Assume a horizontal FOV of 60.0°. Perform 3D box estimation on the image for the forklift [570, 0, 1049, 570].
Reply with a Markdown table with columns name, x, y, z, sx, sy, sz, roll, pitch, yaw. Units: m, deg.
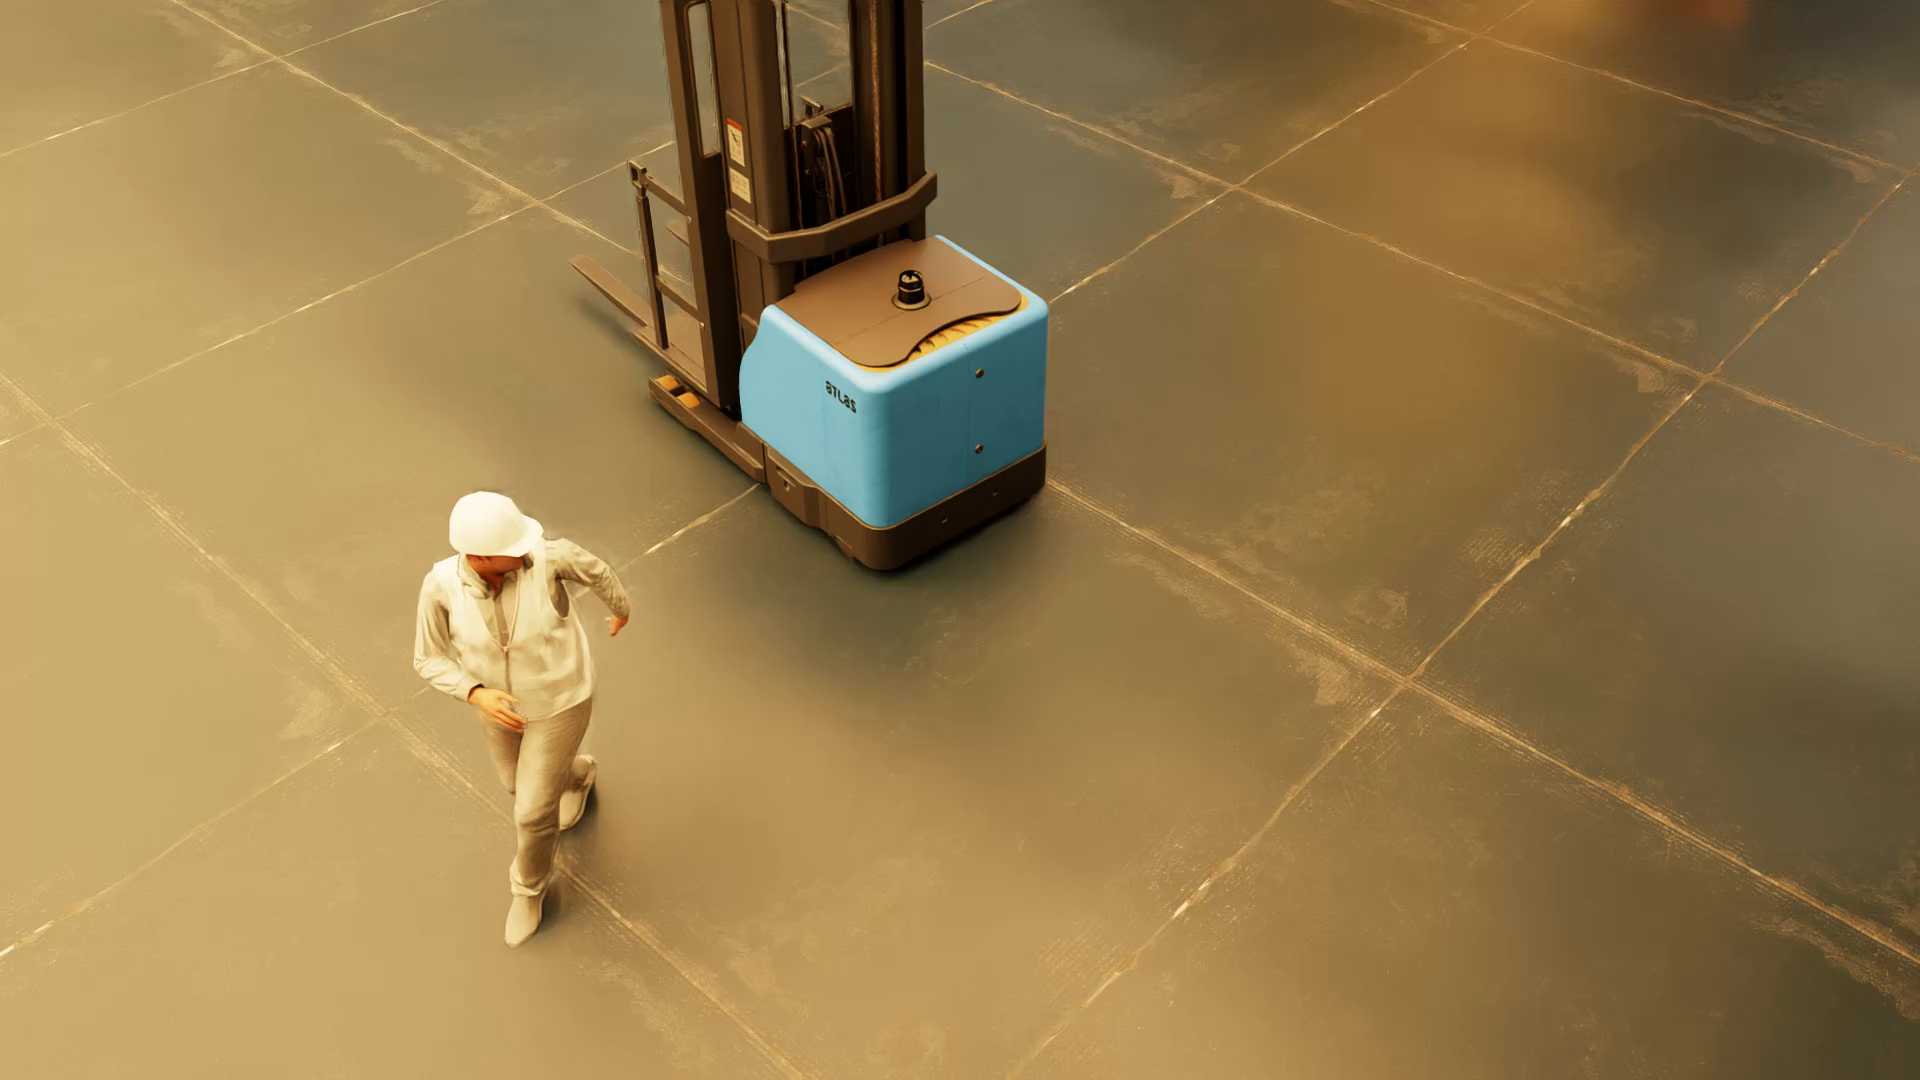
| name | x | y | z | sx | sy | sz | roll | pitch | yaw |
| --- | --- | --- | --- | --- | --- | --- | --- | --- | --- |
| forklift | -0.922 | -1.870 | 7.608 | 1.130 | 2.935 | 3.031 | -28 | 48 | -29 |

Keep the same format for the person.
| name | x | y | z | sx | sy | sz | roll | pitch | yaw |
| --- | --- | --- | --- | --- | --- | --- | --- | --- | --- |
| person | -1.517 | 0.533 | 5.781 | 0.556 | 1.721 | 0.939 | 7 | 41 | 8 |
